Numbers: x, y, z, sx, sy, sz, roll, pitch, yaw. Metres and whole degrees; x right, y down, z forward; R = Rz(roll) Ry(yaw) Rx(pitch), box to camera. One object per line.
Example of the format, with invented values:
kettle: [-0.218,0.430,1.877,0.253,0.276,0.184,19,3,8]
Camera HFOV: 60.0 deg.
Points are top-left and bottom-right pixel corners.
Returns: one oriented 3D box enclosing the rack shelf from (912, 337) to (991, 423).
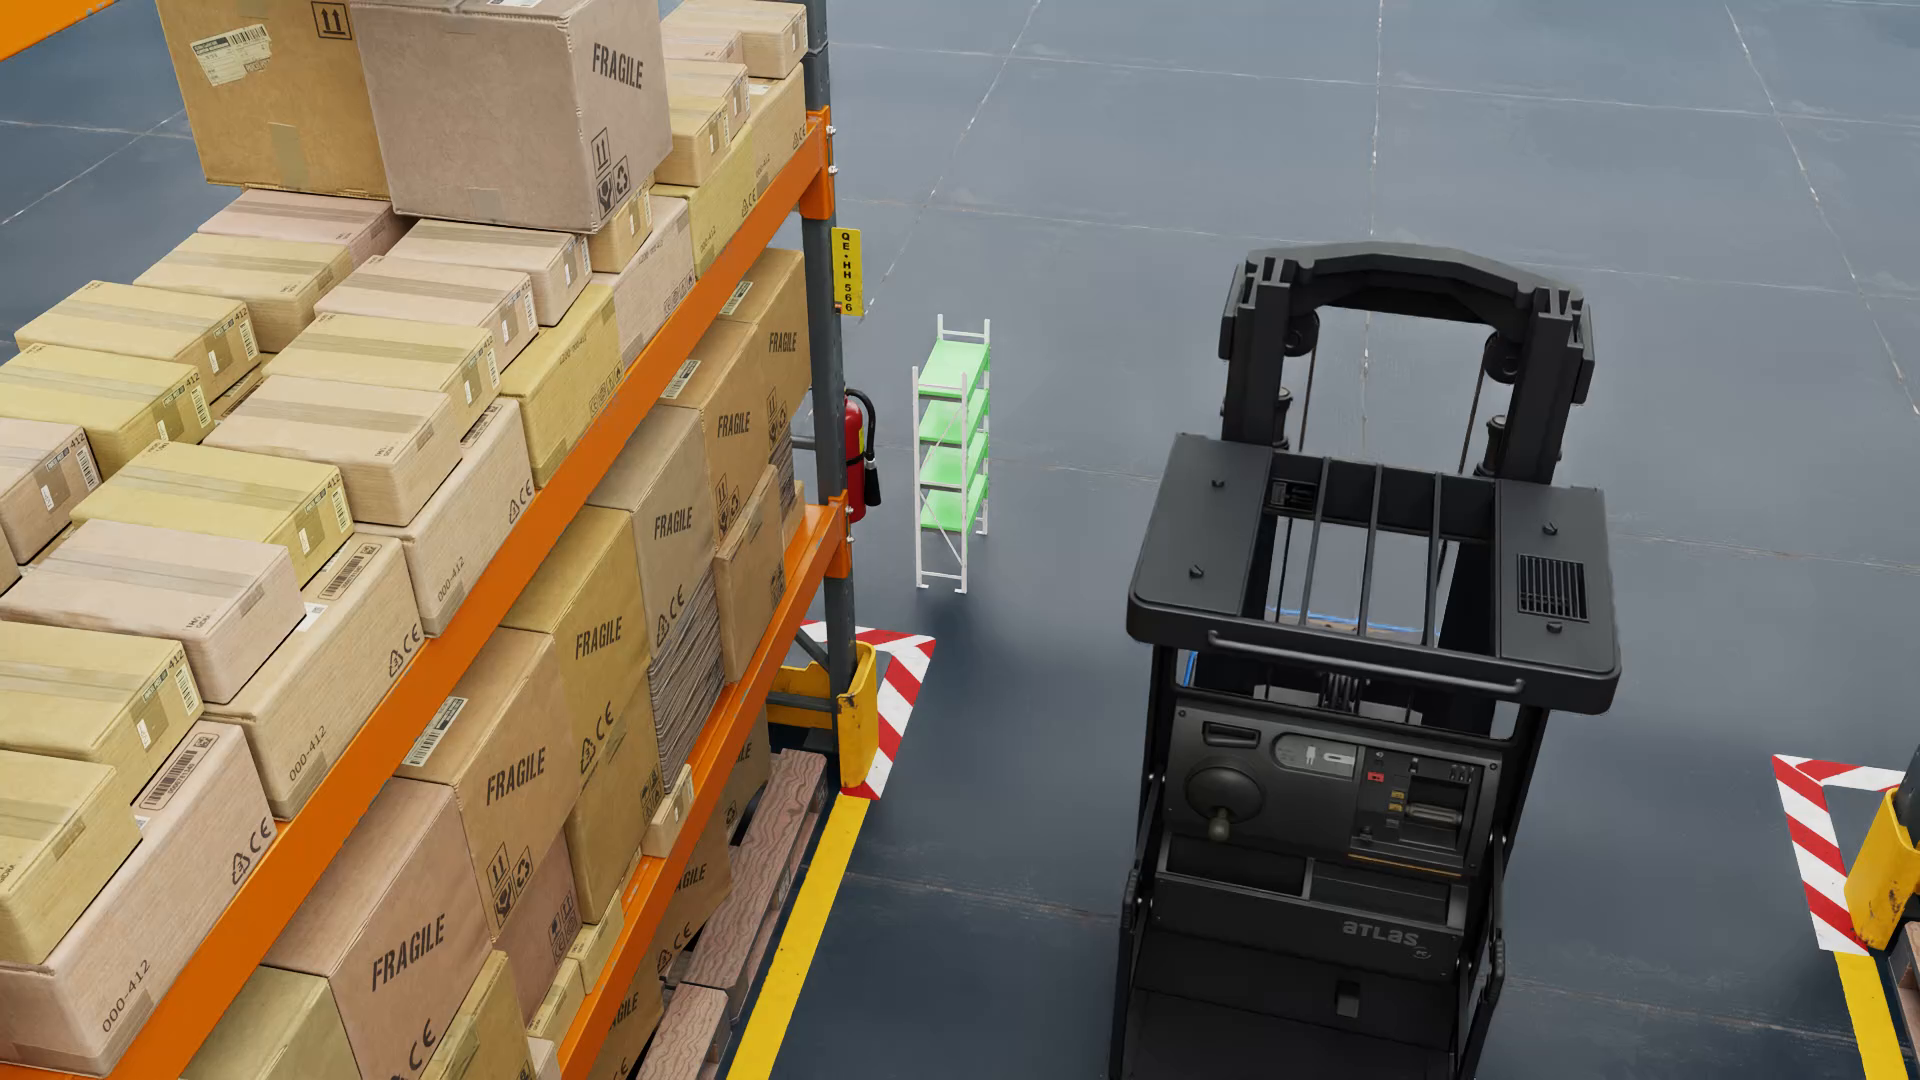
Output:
rack shelf: [-0.035,-0.728,7.523,0.258,0.148,0.480,7,37,10]

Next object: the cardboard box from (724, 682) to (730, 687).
cardboard box: [-0.908,0.323,5.462,0.380,0.149,0.250,7,37,10]

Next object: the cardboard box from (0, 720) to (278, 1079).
cardboard box: [-1.432,0.512,2.560,0.500,0.250,0.500,6,36,8]

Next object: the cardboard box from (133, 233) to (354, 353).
cardboard box: [-1.571,-0.546,3.680,0.380,0.149,0.250,6,36,8]

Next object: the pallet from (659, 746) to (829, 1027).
pallet: [-1.148,1.232,6.370,1.003,0.211,1.213,7,37,10]

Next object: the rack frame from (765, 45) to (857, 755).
rack frame: [-0.924,-0.402,6.248,1.000,3.000,0.127,7,37,10]

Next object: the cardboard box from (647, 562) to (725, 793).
cardboard box: [-1.206,0.332,4.897,0.875,0.500,0.500,7,37,10]

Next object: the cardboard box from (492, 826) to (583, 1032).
cardboard box: [-1.472,0.899,4.115,0.875,0.500,0.500,7,37,10]

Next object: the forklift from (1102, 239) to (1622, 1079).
forklift: [1.020,0.794,4.657,1.130,2.935,3.031,9,37,12]

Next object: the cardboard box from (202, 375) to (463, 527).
cardboard box: [-1.186,-0.174,3.165,0.380,0.149,0.250,7,36,9]

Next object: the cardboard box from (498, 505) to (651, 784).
cardboard box: [-1.125,0.238,4.175,0.500,0.500,0.500,7,37,10]

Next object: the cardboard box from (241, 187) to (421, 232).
cardboard box: [-1.519,-0.847,4.094,0.380,0.149,0.250,6,36,8]

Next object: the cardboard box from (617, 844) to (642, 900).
cardboard box: [-1.122,0.897,4.671,0.380,0.149,0.250,7,37,10]

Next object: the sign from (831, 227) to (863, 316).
sign: [-0.386,-0.918,5.704,0.100,0.325,0.005,7,37,10]

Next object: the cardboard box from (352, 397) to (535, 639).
cardboard box: [-1.207,-0.076,3.370,0.500,0.250,0.500,6,36,8]

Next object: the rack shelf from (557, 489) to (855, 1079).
rack shelf: [-1.351,1.036,4.878,1.077,0.370,4.000,7,37,10]

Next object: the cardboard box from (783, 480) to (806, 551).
cardboard box: [-0.783,-0.111,6.061,0.380,0.149,0.250,7,37,10]

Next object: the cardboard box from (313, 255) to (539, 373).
cardboard box: [-1.144,-0.476,3.583,0.380,0.149,0.250,8,37,11]

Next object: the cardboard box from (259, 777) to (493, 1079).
cardboard box: [-1.328,0.813,3.382,0.500,0.500,0.500,7,37,10]

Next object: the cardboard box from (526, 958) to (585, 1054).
cardboard box: [-1.195,1.188,4.269,0.380,0.149,0.250,7,37,10]

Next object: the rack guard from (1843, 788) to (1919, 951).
rack guard: [3.945,1.281,6.057,1.175,0.500,0.348,7,37,10]

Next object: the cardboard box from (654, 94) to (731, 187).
cardboard box: [-0.830,-1.067,4.398,0.380,0.149,0.250,8,37,10]

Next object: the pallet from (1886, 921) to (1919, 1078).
pallet: [3.766,1.863,5.500,1.003,0.211,1.213,7,37,10]

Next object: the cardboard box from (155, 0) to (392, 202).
cardboard box: [-1.504,-1.163,3.977,0.500,0.500,0.500,7,37,10]

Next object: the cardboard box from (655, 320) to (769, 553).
cardboard box: [-0.901,-0.334,4.964,0.500,0.500,0.500,7,37,10]

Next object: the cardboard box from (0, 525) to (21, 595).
cardboard box: [-1.875,0.057,2.847,0.380,0.149,0.250,6,36,8]

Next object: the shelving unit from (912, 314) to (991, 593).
shelving unit: [-0.035,-0.391,7.767,0.258,1.200,0.503,7,37,10]

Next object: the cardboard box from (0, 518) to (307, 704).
cardboard box: [-1.338,0.114,2.769,0.380,0.149,0.250,8,37,10]

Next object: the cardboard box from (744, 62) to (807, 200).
cardboard box: [-0.778,-1.247,4.987,0.500,0.250,0.500,8,37,11]

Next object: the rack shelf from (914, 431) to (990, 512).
rack shelf: [-0.035,-0.339,7.804,0.258,0.148,0.480,7,37,10]

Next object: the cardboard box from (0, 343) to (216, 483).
cardboard box: [-1.714,-0.243,3.261,0.380,0.149,0.250,9,37,12]

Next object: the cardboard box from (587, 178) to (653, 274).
cardboard box: [-0.963,-0.774,3.994,0.380,0.149,0.250,6,36,8]

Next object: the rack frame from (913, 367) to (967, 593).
rack frame: [-0.087,-0.251,7.574,0.240,1.200,0.015,7,37,10]

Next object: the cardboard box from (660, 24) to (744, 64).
cardboard box: [-0.848,-1.384,4.836,0.380,0.149,0.250,6,36,8]

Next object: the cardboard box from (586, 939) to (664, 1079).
cardboard box: [-1.320,1.500,5.397,0.500,0.500,0.500,11,37,14]

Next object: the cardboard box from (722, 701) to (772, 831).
cardboard box: [-1.073,0.796,6.368,0.500,0.500,0.500,14,38,19]

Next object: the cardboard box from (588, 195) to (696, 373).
cardboard box: [-1.000,-0.668,4.188,0.500,0.250,0.500,8,37,11]

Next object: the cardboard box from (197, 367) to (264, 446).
cardboard box: [-1.710,-0.148,3.469,0.500,0.250,0.500,7,37,10]

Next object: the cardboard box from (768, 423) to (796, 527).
cardboard box: [-1.068,-0.251,5.702,0.875,0.500,0.500,7,37,10]

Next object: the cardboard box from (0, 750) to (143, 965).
cardboard box: [-1.407,0.428,2.335,0.380,0.149,0.250,6,36,9]
